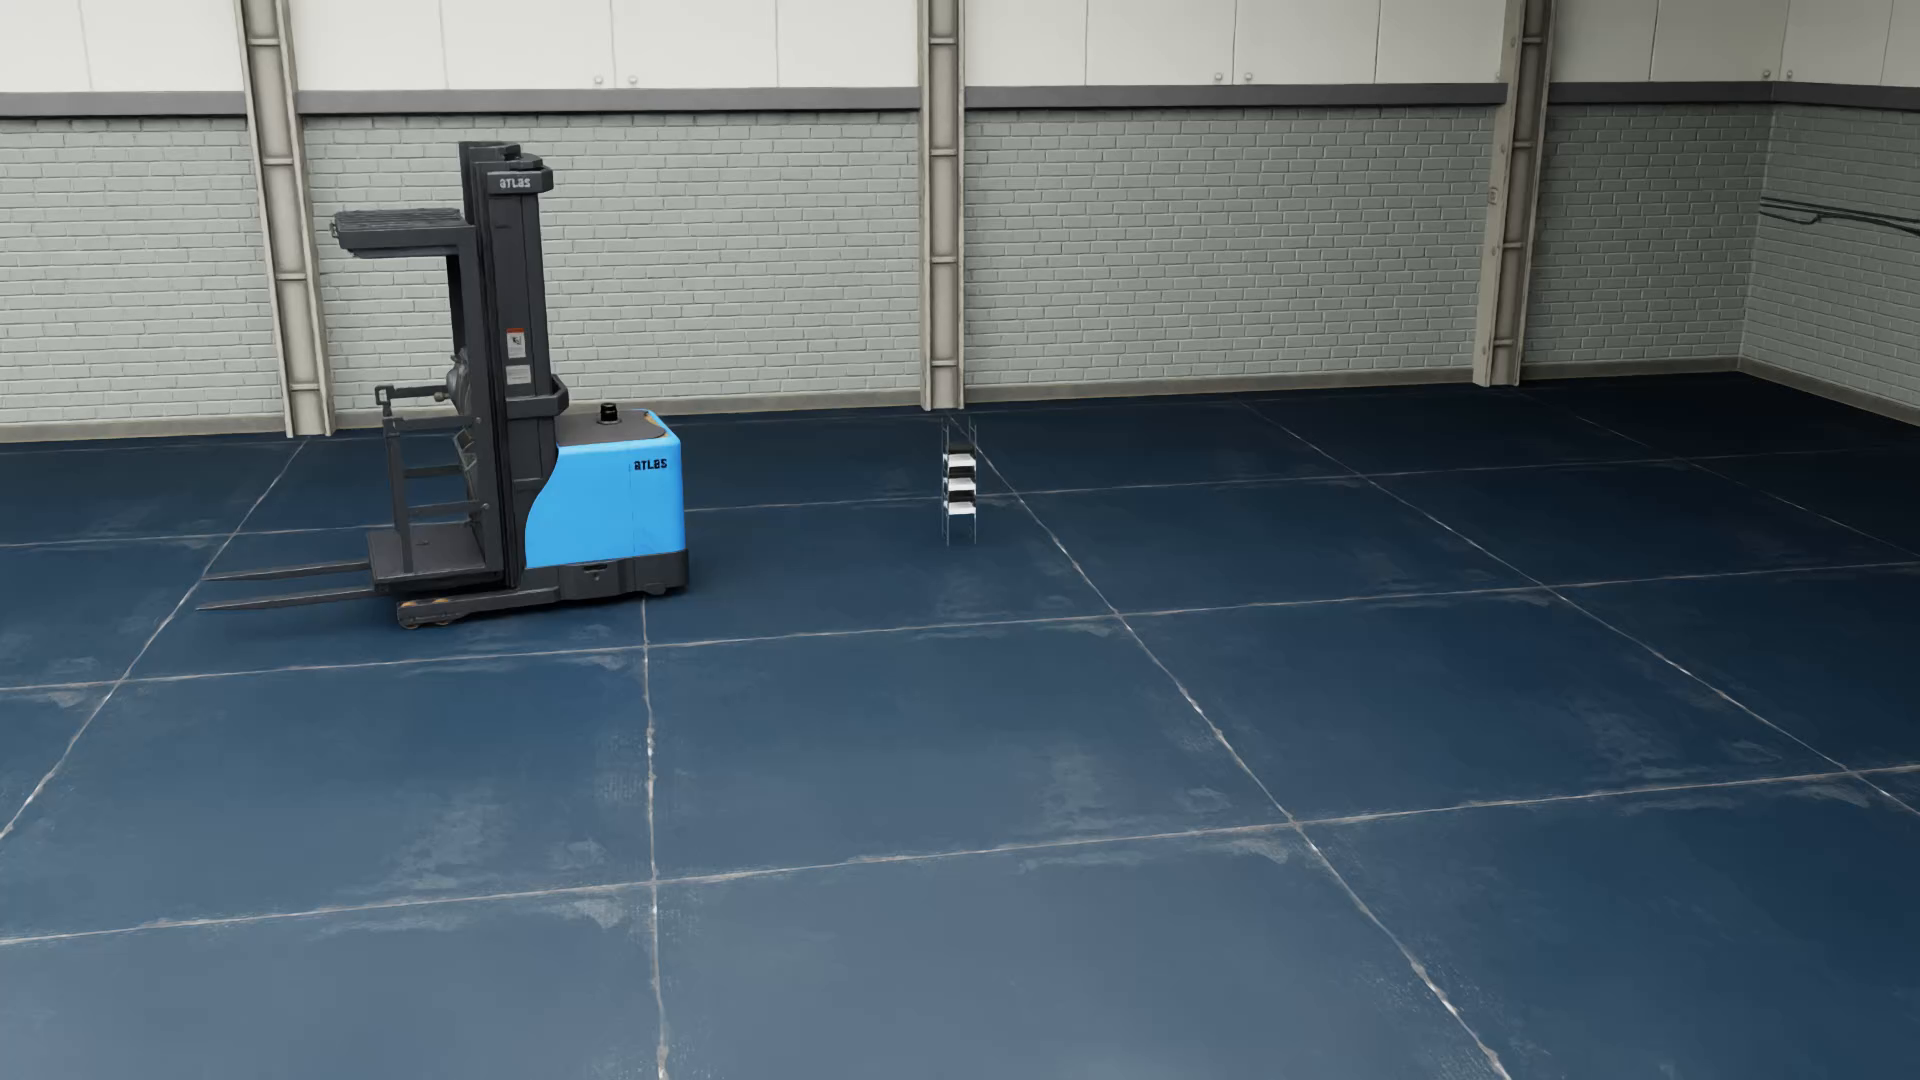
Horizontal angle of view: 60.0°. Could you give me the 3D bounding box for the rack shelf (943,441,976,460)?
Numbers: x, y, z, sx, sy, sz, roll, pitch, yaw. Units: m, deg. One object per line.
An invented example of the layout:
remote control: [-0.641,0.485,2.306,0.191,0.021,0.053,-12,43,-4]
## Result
rack shelf: [-0.008,-0.656,12.109,0.200,0.077,0.258,-3,17,-10]

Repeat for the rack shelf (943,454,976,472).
rack shelf: [-0.008,-0.570,12.135,0.200,0.077,0.258,-3,17,-10]

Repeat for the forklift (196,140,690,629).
forklift: [-3.385,-1.016,10.628,3.031,2.935,1.130,-6,18,-20]

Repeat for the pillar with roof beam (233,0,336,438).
pillar with roof beam: [-5.253,-4.063,10.215,0.400,9.000,9.100,-3,17,-10]

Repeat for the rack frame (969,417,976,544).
rack frame: [0.092,-0.435,12.197,0.006,0.900,0.240,-3,17,-10]

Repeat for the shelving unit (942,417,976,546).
shelving unit: [-0.008,-0.430,12.178,0.210,0.900,0.258,-3,17,-10]

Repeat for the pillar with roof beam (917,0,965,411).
pillar with roof beam: [0.638,-4.398,11.303,0.400,9.000,9.100,-3,17,-10]

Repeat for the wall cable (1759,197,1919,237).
wall cable: [8.855,-4.271,16.181,0.112,2.526,3.097,-3,17,-10]

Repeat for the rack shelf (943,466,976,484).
rack shelf: [-0.008,-0.484,12.162,0.200,0.077,0.258,-3,17,-10]

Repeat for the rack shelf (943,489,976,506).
rack shelf: [-0.008,-0.312,12.214,0.200,0.077,0.258,-3,17,-10]

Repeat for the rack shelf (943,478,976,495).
rack shelf: [-0.008,-0.398,12.188,0.200,0.077,0.258,-3,17,-10]

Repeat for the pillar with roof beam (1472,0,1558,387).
pillar with roof beam: [6.529,-4.732,12.391,0.400,9.000,9.100,-3,17,-10]

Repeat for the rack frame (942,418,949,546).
rack frame: [-0.108,-0.424,12.160,0.006,0.900,0.240,-3,17,-10]

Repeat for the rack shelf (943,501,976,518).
rack shelf: [-0.008,-0.226,12.241,0.200,0.077,0.258,-3,17,-10]
